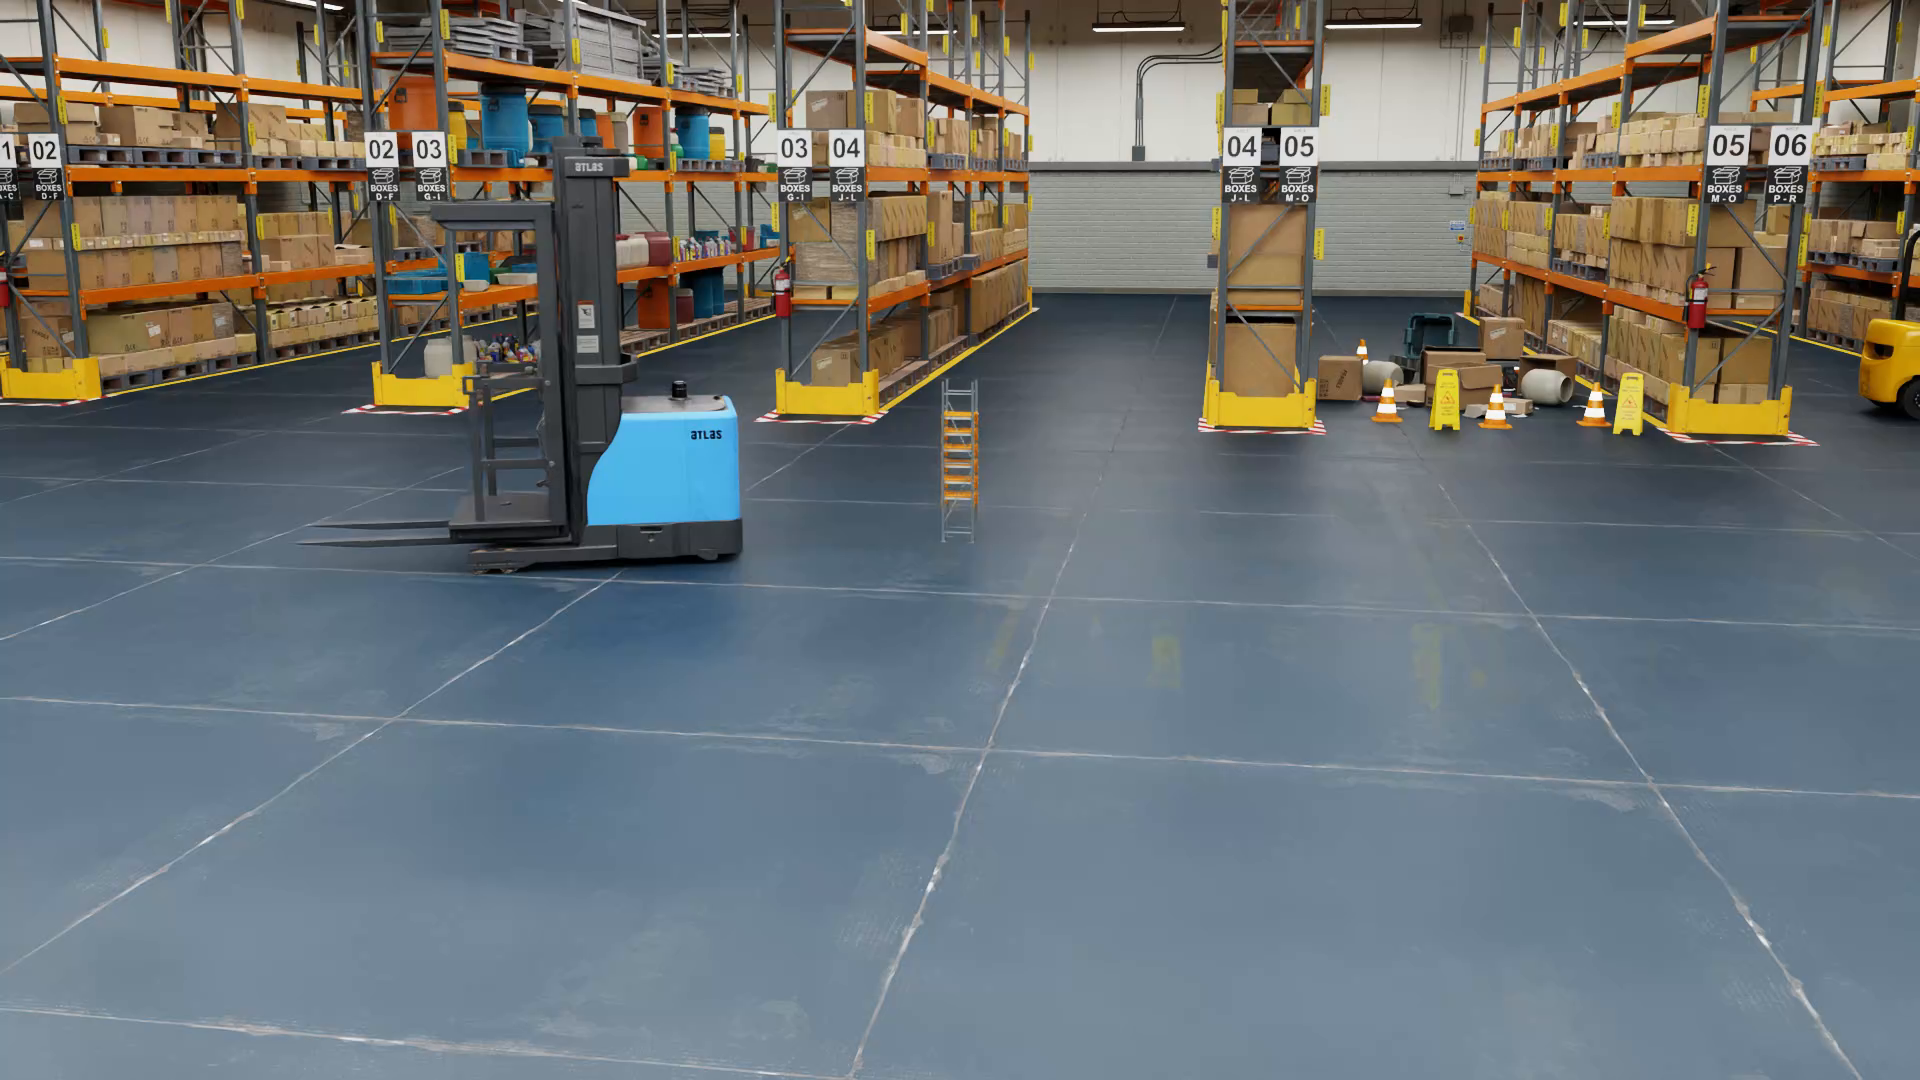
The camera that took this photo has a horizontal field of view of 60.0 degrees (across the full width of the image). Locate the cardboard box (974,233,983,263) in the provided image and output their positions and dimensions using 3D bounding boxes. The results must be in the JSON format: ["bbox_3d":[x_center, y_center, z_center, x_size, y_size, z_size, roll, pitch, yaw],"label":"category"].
[{"bbox_3d":[0.098,-4.851,27.647,0.500,0.500,0.500,2,12,7],"label":"cardboard box"}]

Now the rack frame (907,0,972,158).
[{"bbox_3d":[-0.323,-7.535,26.099,1.000,3.000,0.127,2,12,9],"label":"rack frame"}]

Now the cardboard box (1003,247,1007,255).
[{"bbox_3d":[0.667,-5.363,30.856,0.380,0.149,0.250,2,12,9],"label":"cardboard box"}]

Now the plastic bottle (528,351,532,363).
[{"bbox_3d":[-5.777,-2.425,22.224,0.097,0.201,0.097,0,12,0],"label":"plastic bottle"}]

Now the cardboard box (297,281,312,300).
[{"bbox_3d":[-14.013,-5.264,34.735,0.700,0.500,0.500,2,12,10],"label":"cardboard box"}]

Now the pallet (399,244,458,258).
[{"bbox_3d":[-9.816,-5.236,30.123,1.003,0.211,1.213,2,12,9],"label":"pallet"}]

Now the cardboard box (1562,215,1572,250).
[{"bbox_3d":[9.098,-4.486,24.250,0.500,0.500,0.500,3,12,12],"label":"cardboard box"}]

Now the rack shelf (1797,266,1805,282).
[{"bbox_3d":[15.297,-5.019,30.369,1.077,0.370,4.000,2,12,9],"label":"rack shelf"}]

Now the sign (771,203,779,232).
[{"bbox_3d":[-2.098,-3.680,18.951,0.100,0.325,0.005,2,12,9],"label":"sign"}]

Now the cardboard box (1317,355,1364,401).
[{"bbox_3d":[4.723,-2.011,20.633,0.500,0.500,0.500,4,13,18],"label":"cardboard box"}]

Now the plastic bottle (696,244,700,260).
[{"bbox_3d":[-4.608,-5.044,29.082,0.097,0.271,0.097,0,12,0],"label":"plastic bottle"}]

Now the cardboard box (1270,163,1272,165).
[{"bbox_3d":[4.913,-6.046,26.072,0.500,0.500,0.500,2,12,9],"label":"cardboard box"}]

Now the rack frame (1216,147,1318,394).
[{"bbox_3d":[3.332,-2.756,18.160,1.000,3.000,0.127,2,12,9],"label":"rack frame"}]

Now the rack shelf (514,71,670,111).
[{"bbox_3d":[-5.524,-6.732,25.029,1.077,0.370,4.000,2,12,9],"label":"rack shelf"}]

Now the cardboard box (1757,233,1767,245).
[{"bbox_3d":[15.117,-5.563,30.835,0.500,0.250,0.500,2,12,8],"label":"cardboard box"}]

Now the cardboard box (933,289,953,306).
[{"bbox_3d":[-0.396,-3.822,26.217,0.500,0.250,0.500,2,12,11],"label":"cardboard box"}]

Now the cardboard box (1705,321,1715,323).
[{"bbox_3d":[8.952,-2.439,20.440,0.500,0.500,0.500,2,12,10],"label":"cardboard box"}]

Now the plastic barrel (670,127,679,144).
[{"bbox_3d":[-5.093,-6.875,28.836,0.433,0.535,0.433,0,12,0],"label":"plastic barrel"}]

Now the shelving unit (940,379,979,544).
[{"bbox_3d":[-0.002,-0.584,12.353,0.258,1.200,0.189,2,12,9],"label":"shelving unit"}]

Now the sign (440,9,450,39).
[{"bbox_3d":[-5.904,-5.910,19.051,0.100,0.325,0.005,2,12,9],"label":"sign"}]

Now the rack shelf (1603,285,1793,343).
[{"bbox_3d":[8.547,-2.681,19.521,1.077,0.370,4.000,2,12,9],"label":"rack shelf"}]

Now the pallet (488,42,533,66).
[{"bbox_3d":[-6.117,-6.148,21.059,1.003,0.211,1.213,2,12,9],"label":"pallet"}]

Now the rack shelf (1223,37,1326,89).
[{"bbox_3d":[3.640,-5.557,19.578,1.077,0.370,4.000,2,12,9],"label":"rack shelf"}]

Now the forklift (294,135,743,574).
[{"bbox_3d":[-3.109,-1.319,11.659,3.031,2.935,1.130,-2,12,-10],"label":"forklift"}]

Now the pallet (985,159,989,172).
[{"bbox_3d":[-0.107,-6.345,28.145,1.003,0.211,1.213,2,12,11],"label":"pallet"}]

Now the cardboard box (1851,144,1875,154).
[{"bbox_3d":[14.340,-6.182,26.300,0.380,0.149,0.250,2,12,10],"label":"cardboard box"}]

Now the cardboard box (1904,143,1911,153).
[{"bbox_3d":[14.191,-5.791,24.535,0.380,0.149,0.250,2,12,10],"label":"cardboard box"}]

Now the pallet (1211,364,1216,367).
[{"bbox_3d":[3.992,-2.388,23.074,1.003,0.211,1.213,2,12,9],"label":"pallet"}]

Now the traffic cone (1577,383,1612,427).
[{"bbox_3d":[7.030,-1.507,18.390,0.336,0.463,0.334,2,12,9],"label":"traffic cone"}]

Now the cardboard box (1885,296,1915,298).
[{"bbox_3d":[14.909,-3.791,26.363,0.380,0.149,0.250,2,12,9],"label":"cardboard box"}]

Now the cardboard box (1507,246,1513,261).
[{"bbox_3d":[9.756,-4.958,28.735,0.500,0.250,0.500,2,12,7],"label":"cardboard box"}]

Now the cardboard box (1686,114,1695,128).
[{"bbox_3d":[8.098,-4.536,18.003,0.380,0.149,0.250,2,12,8],"label":"cardboard box"}]

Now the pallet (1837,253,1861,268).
[{"bbox_3d":[14.669,-4.433,26.397,1.003,0.211,1.213,2,12,9],"label":"pallet"}]

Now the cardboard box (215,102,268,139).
[{"bbox_3d":[-10.592,-6.184,24.526,0.500,0.500,0.500,2,12,9],"label":"cardboard box"}]

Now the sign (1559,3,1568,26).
[{"bbox_3d":[8.920,-7.766,24.574,0.100,0.325,0.005,2,12,9],"label":"sign"}]

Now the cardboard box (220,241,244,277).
[{"bbox_3d":[-10.788,-4.048,23.920,0.700,0.500,0.500,2,12,7],"label":"cardboard box"}]

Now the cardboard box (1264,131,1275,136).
[{"bbox_3d":[4.125,-5.270,21.123,0.500,0.250,0.500,2,12,8],"label":"cardboard box"}]

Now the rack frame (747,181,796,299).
[{"bbox_3d":[-3.986,-6.429,35.203,1.000,3.000,0.127,2,12,9],"label":"rack frame"}]

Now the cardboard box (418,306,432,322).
[{"bbox_3d":[-9.683,-4.112,29.344,0.500,0.500,0.500,1,12,7],"label":"cardboard box"}]

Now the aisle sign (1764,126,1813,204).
[{"bbox_3d":[8.536,-3.864,17.133,0.394,0.787,0.004,2,12,9],"label":"aisle sign"}]

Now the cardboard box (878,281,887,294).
[{"bbox_3d":[-1.100,-3.074,20.232,0.380,0.149,0.250,2,12,9],"label":"cardboard box"}]

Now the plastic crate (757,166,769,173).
[{"bbox_3d":[-4.059,-7.328,32.881,0.437,0.136,0.530,2,12,9],"label":"plastic crate"}]

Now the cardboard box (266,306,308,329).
[{"bbox_3d":[-10.334,-3.409,25.391,0.500,0.311,0.500,2,12,8],"label":"cardboard box"}]

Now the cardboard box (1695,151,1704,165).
[{"bbox_3d":[8.017,-4.043,17.610,0.380,0.149,0.250,2,12,9],"label":"cardboard box"}]

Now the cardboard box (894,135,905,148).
[{"bbox_3d":[-0.900,-5.006,20.893,0.380,0.149,0.250,2,12,11],"label":"cardboard box"}]

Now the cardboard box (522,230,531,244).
[{"bbox_3d":[-8.993,-6.114,33.506,0.500,0.500,0.500,2,12,8],"label":"cardboard box"}]

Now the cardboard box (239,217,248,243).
[{"bbox_3d":[-14.213,-6.017,32.301,0.500,0.500,0.500,2,12,8],"label":"cardboard box"}]

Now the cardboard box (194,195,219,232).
[{"bbox_3d":[-10.864,-4.577,23.295,0.700,0.500,0.500,2,12,9],"label":"cardboard box"}]

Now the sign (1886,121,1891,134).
[{"bbox_3d":[15.539,-6.849,27.870,0.100,0.325,0.005,2,12,9],"label":"sign"}]

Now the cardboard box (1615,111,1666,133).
[{"bbox_3d":[8.817,-5.416,21.559,0.500,0.250,0.500,2,12,10],"label":"cardboard box"}]

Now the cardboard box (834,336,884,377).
[{"bbox_3d":[-1.267,-2.305,21.007,0.500,0.500,0.500,3,13,14],"label":"cardboard box"}]

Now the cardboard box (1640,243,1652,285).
[{"bbox_3d":[8.309,-3.245,19.490,0.500,0.500,0.500,2,12,9],"label":"cardboard box"}]
